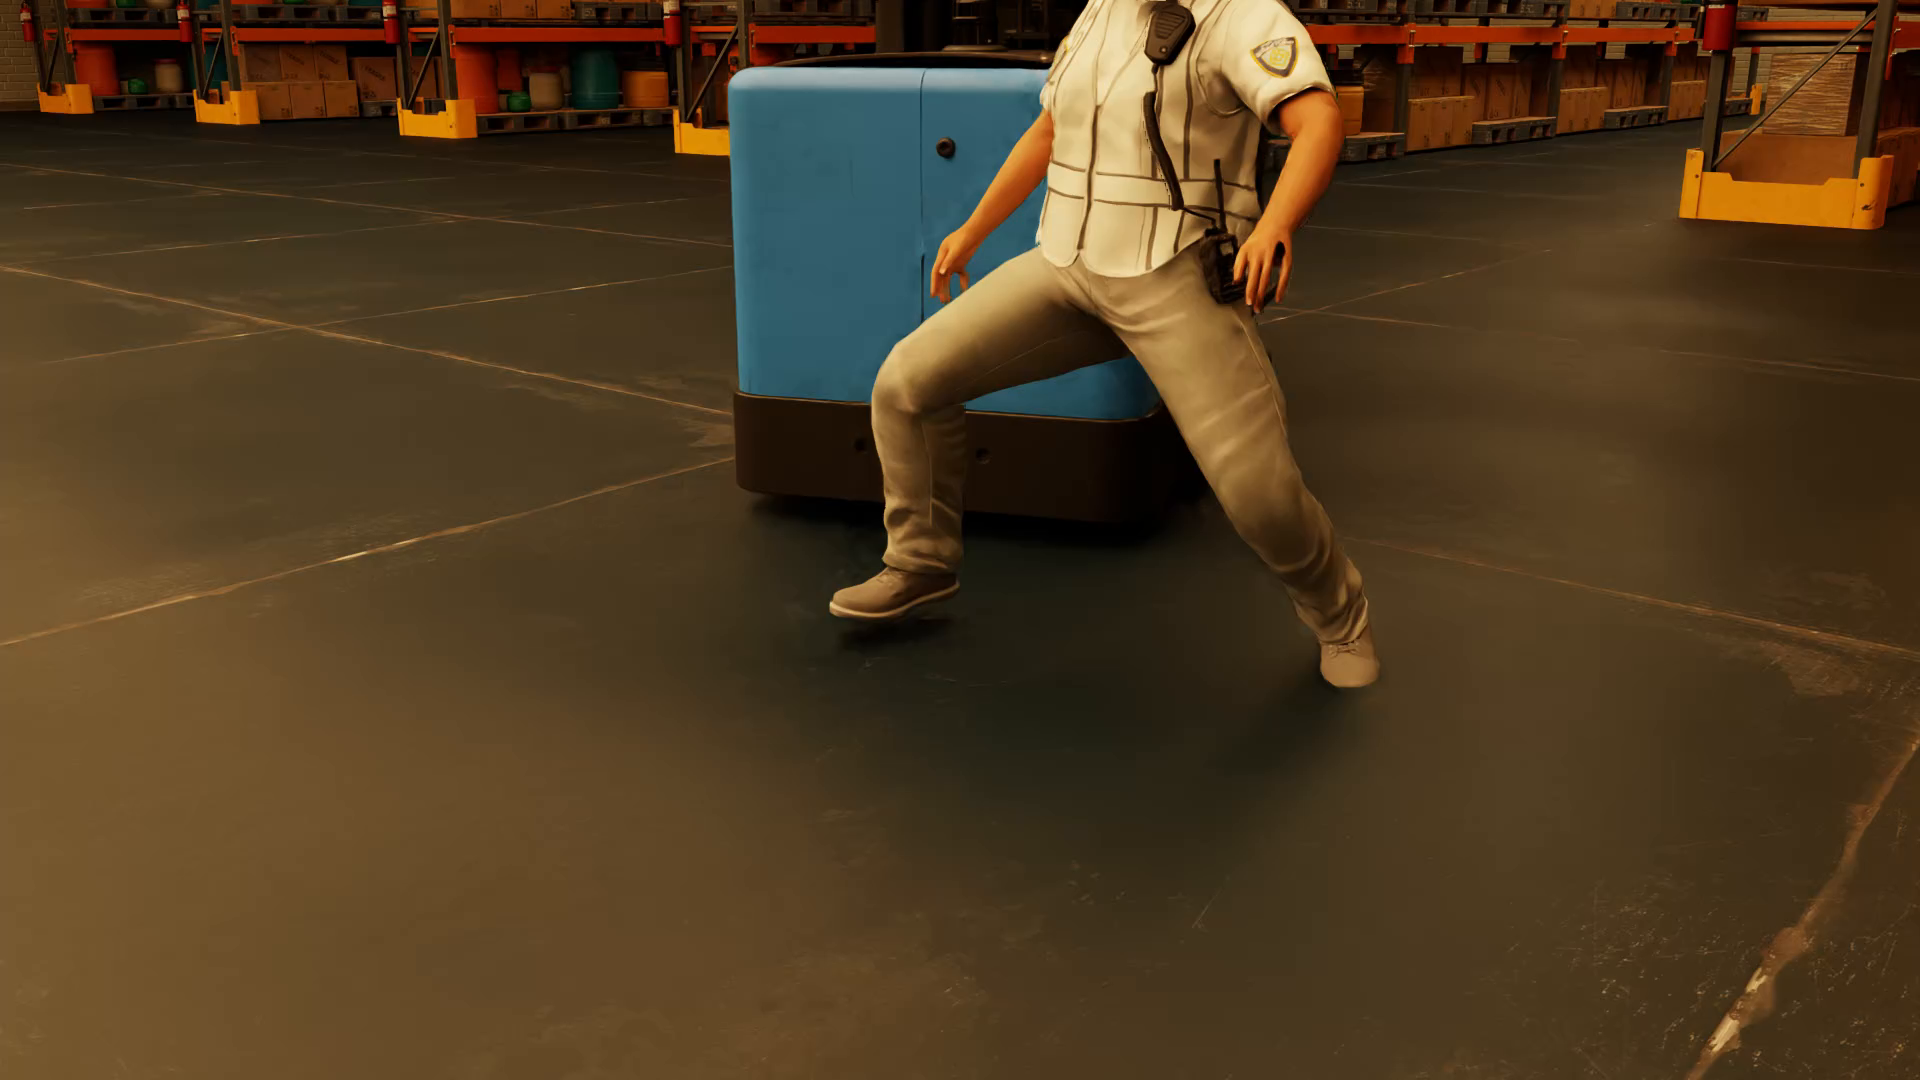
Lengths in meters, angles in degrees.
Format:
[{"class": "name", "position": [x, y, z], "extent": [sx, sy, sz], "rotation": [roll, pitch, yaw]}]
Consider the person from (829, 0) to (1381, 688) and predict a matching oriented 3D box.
[{"class": "person", "position": [0.324, -0.480, 3.013], "extent": [0.795, 1.541, 0.947], "rotation": [-15, 22, -40]}]

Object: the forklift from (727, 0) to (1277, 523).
[{"class": "forklift", "position": [0.386, -1.829, 4.920], "extent": [1.130, 2.935, 3.031], "rotation": [5, 18, 17]}]
